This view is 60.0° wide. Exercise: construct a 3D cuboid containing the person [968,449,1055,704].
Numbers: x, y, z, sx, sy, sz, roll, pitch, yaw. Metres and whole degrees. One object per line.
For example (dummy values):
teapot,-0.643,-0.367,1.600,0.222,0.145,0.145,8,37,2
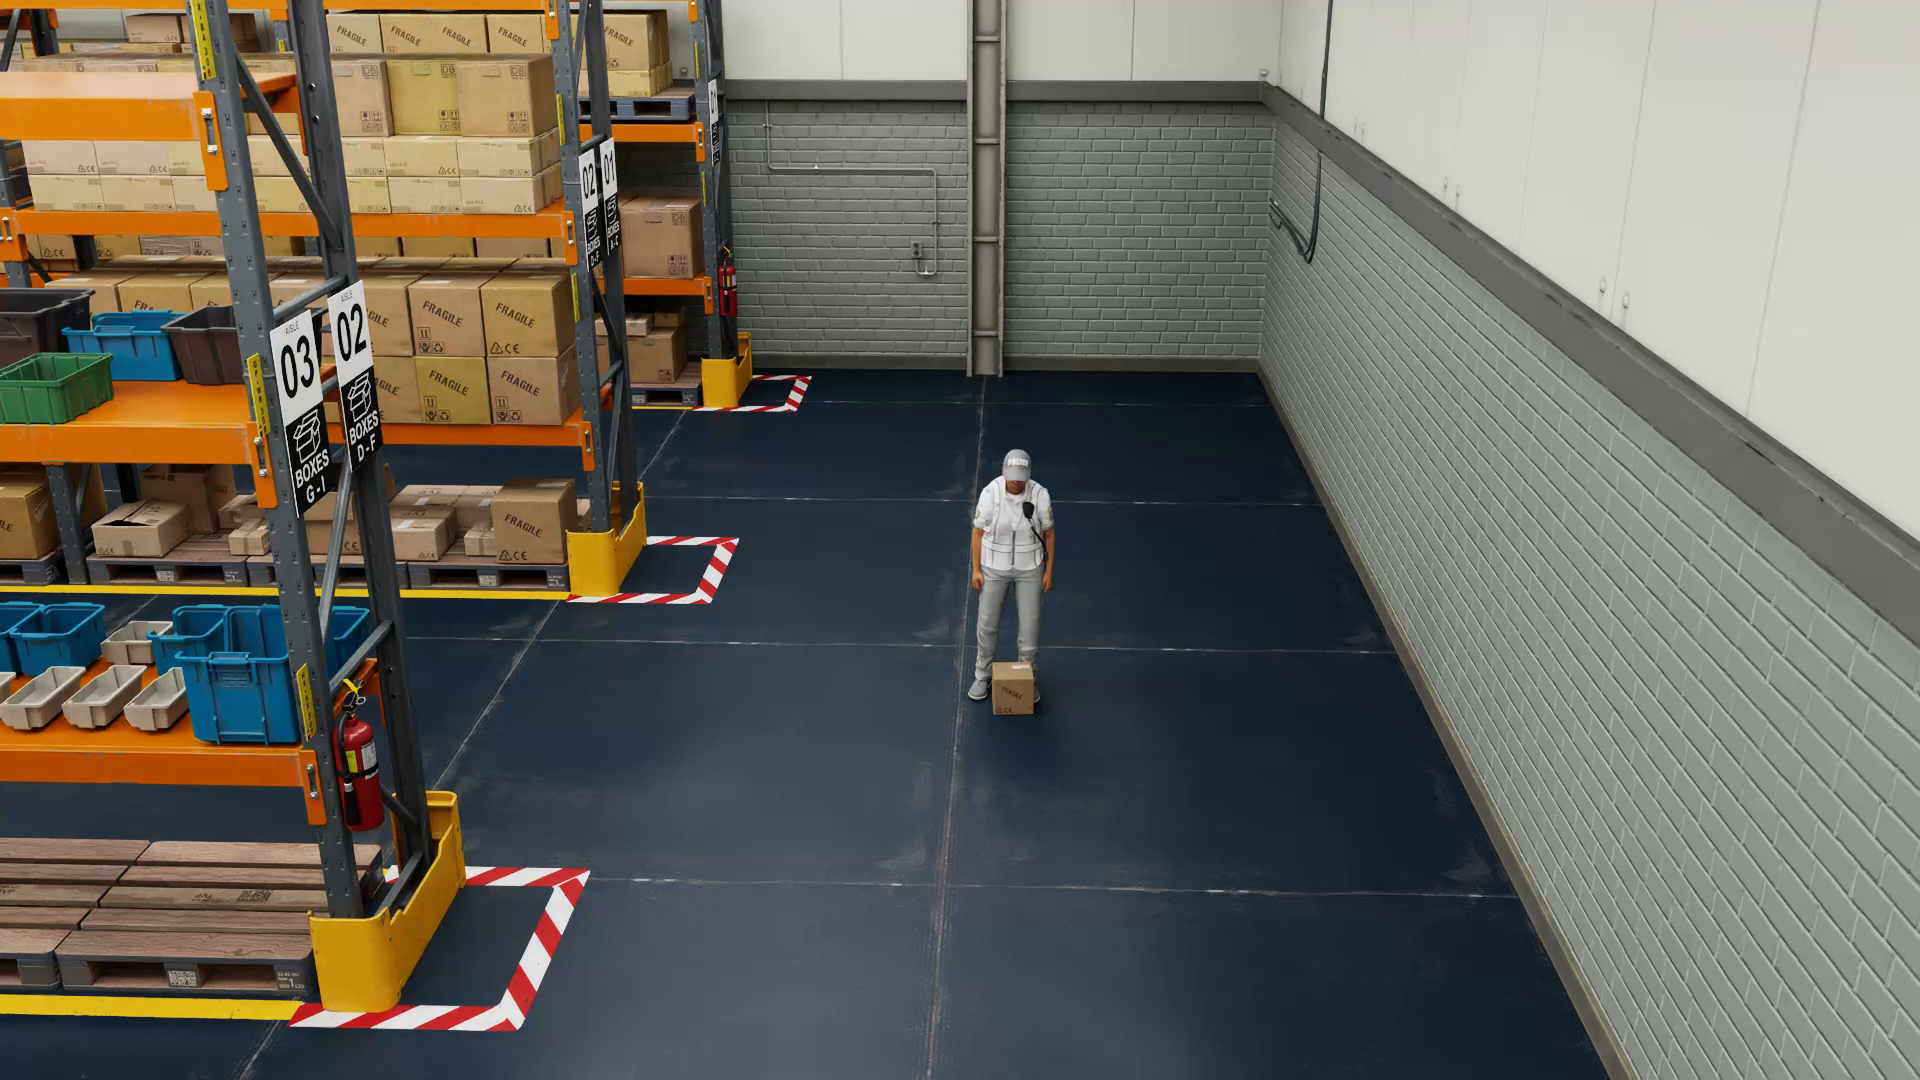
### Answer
person,0.322,0.205,10.534,0.533,1.666,0.469,1,21,2
